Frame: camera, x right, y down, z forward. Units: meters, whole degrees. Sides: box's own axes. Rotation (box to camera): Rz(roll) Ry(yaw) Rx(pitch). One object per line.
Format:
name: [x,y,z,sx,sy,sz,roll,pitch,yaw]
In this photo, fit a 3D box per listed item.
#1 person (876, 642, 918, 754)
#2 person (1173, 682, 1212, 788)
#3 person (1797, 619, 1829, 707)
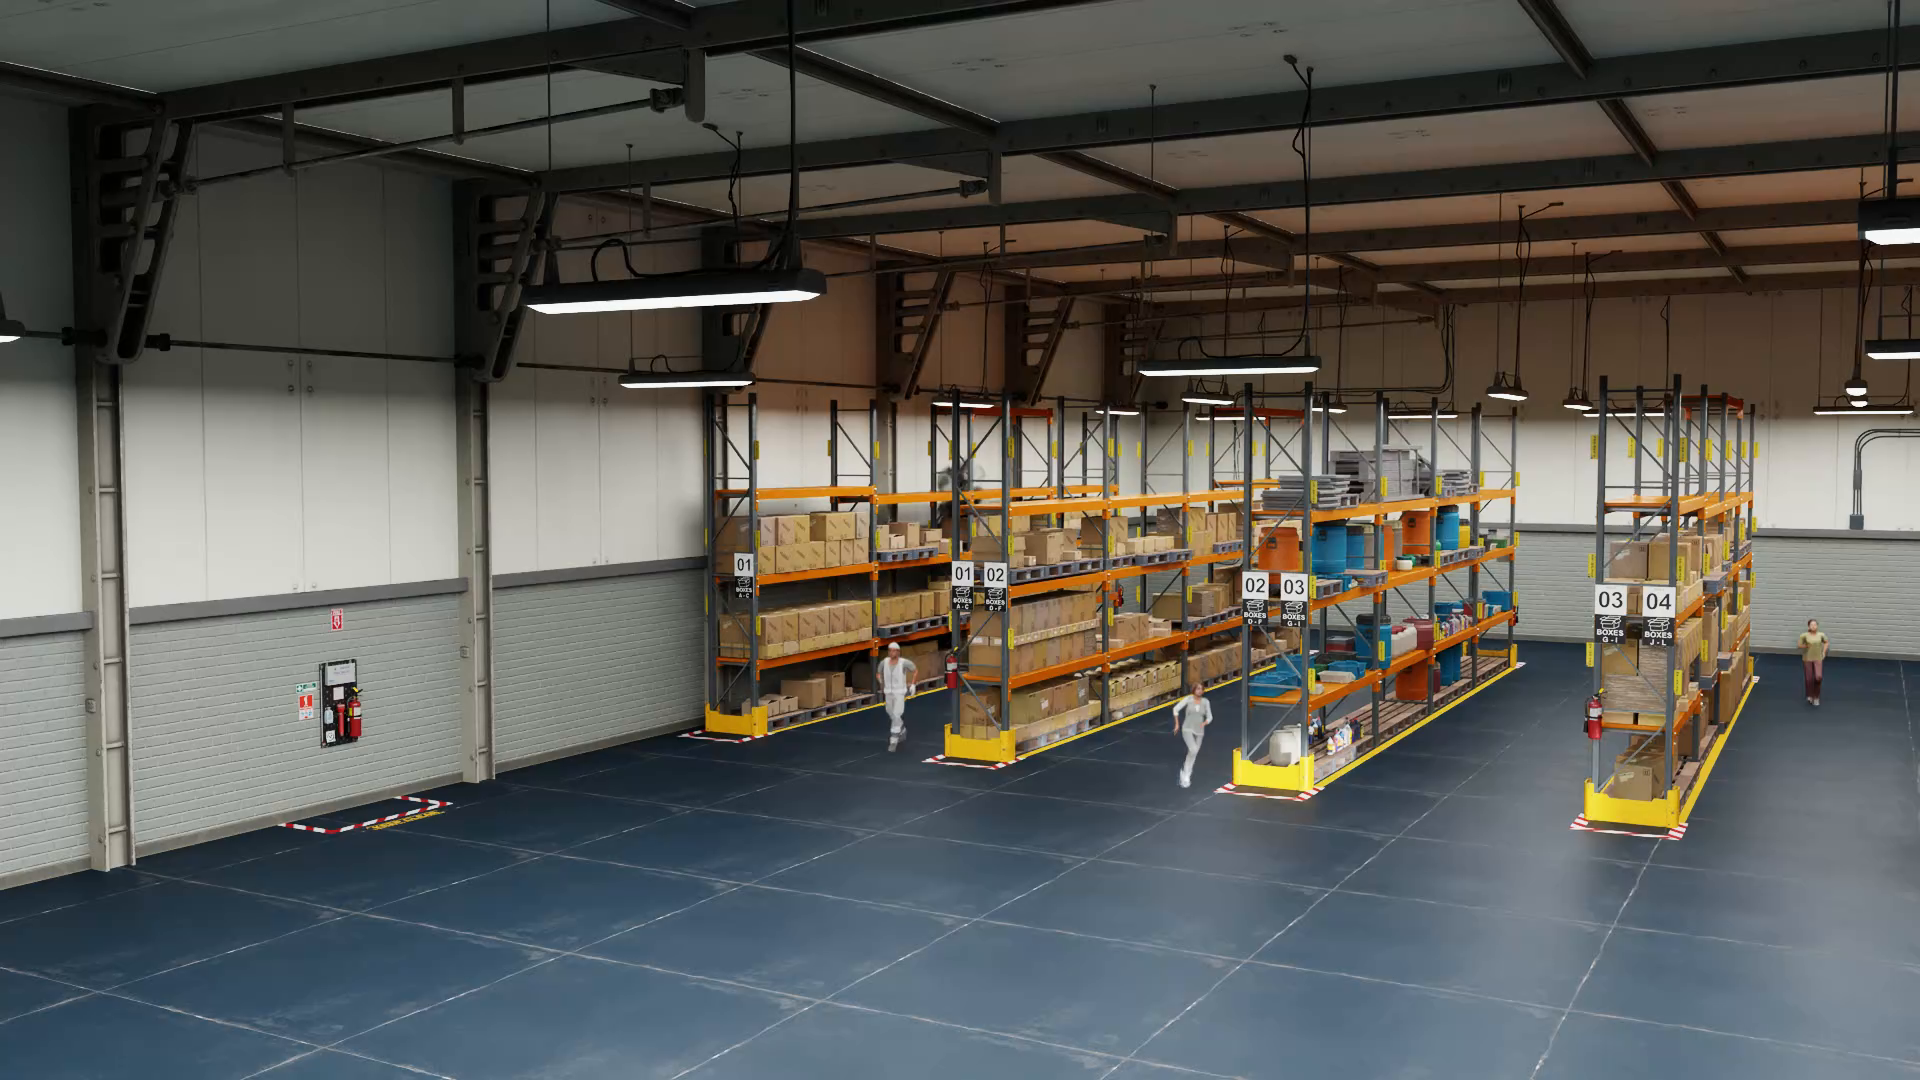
person: [-1.084,2.601,27.877,0.688,1.797,0.962,1,3,21]
person: [3.472,2.874,24.643,0.525,1.552,0.623,-1,3,-10]
person: [16.741,2.406,32.649,0.562,1.709,0.673,1,3,25]
